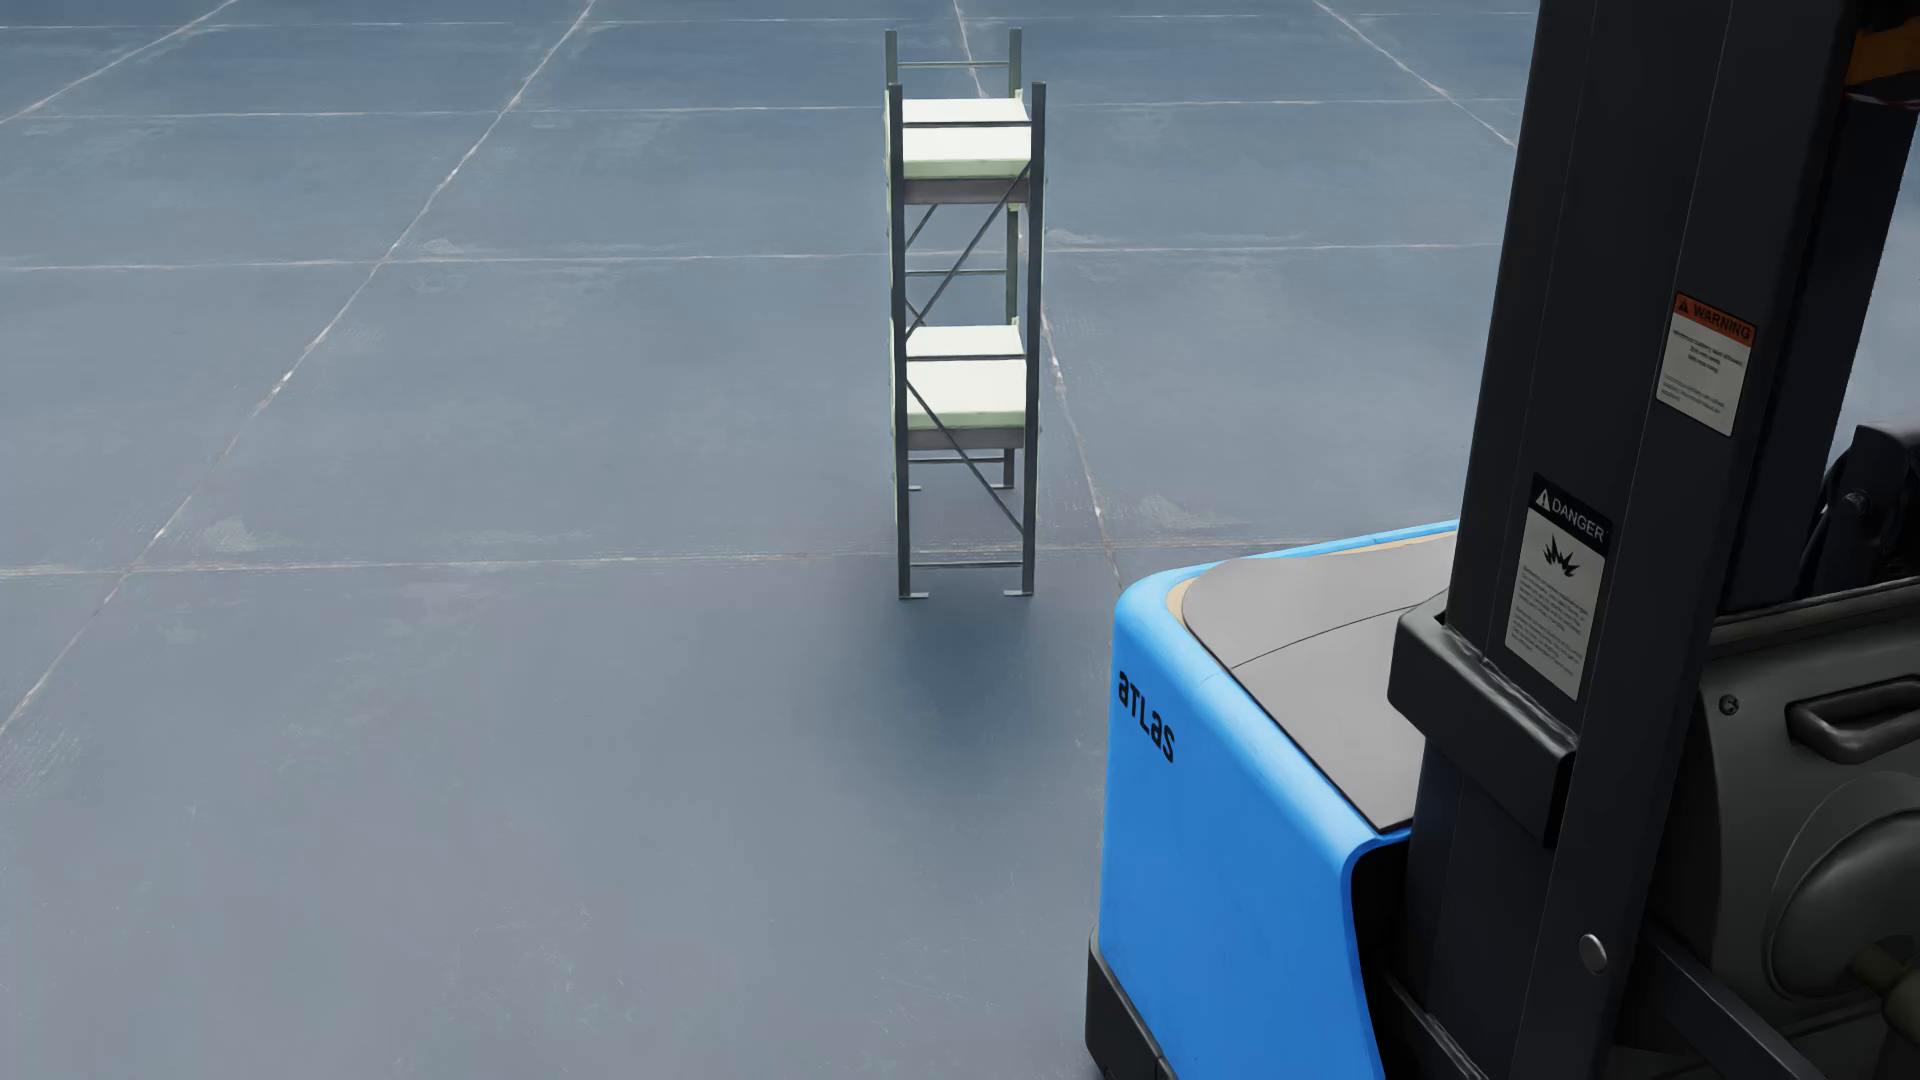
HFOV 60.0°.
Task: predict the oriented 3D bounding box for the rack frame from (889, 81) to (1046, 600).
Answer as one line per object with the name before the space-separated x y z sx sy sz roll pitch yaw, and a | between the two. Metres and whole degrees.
rack frame | 0.019 -0.499 4.585 0.400 1.500 0.023 -1 28 -3

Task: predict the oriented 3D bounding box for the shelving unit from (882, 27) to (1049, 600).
shelving unit | 0.000 -0.668 4.909 0.431 1.500 0.755 -1 28 -3

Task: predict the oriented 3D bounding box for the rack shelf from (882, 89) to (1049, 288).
rack shelf | 0.000 -1.014 4.729 0.431 0.370 0.720 -1 28 -3

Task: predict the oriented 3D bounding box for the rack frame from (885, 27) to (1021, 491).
rack frame | -0.019 -0.837 5.233 0.400 1.500 0.023 -1 28 -3

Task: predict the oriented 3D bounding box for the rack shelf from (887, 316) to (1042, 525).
rack shelf | 0.000 -0.379 5.060 0.431 0.370 0.720 -1 28 -3

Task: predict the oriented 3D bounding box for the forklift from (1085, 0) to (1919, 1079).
forklift | 1.215 0.283 1.539 1.130 2.935 3.031 -9 29 -17
